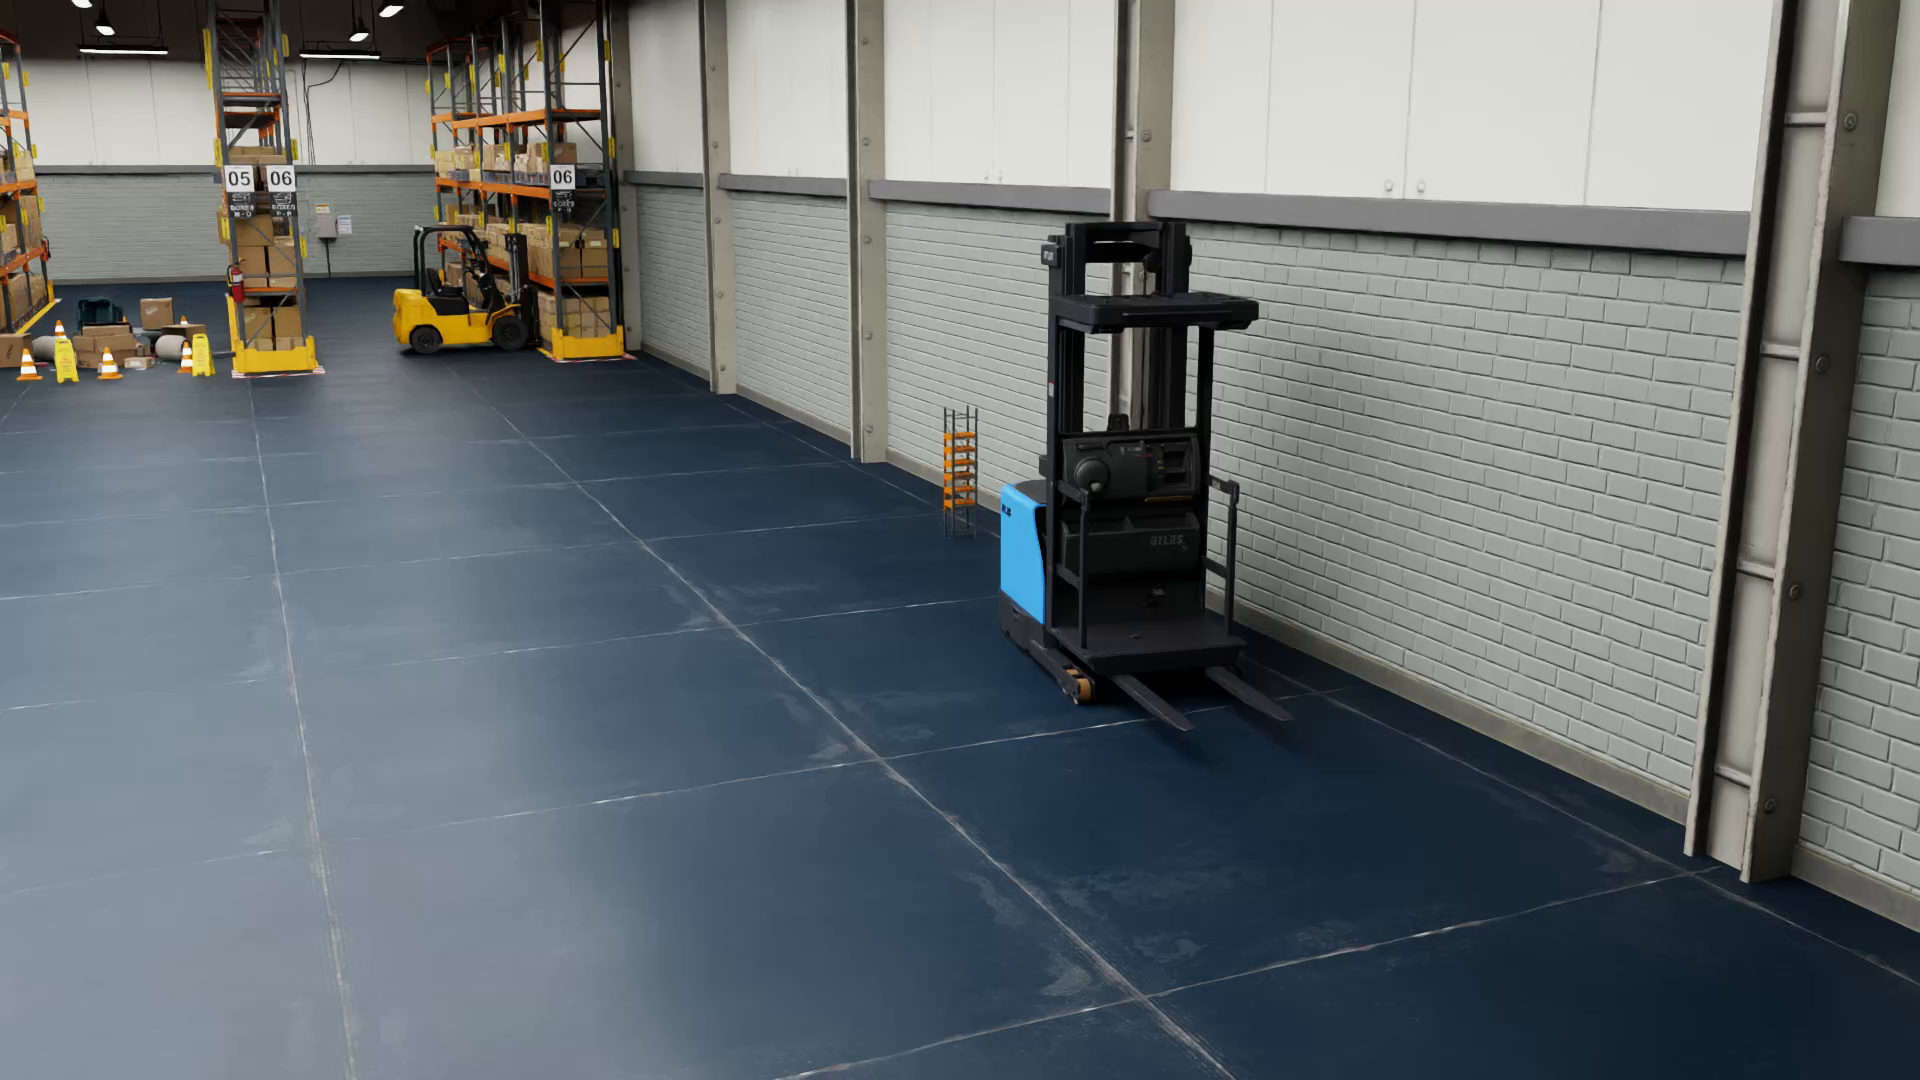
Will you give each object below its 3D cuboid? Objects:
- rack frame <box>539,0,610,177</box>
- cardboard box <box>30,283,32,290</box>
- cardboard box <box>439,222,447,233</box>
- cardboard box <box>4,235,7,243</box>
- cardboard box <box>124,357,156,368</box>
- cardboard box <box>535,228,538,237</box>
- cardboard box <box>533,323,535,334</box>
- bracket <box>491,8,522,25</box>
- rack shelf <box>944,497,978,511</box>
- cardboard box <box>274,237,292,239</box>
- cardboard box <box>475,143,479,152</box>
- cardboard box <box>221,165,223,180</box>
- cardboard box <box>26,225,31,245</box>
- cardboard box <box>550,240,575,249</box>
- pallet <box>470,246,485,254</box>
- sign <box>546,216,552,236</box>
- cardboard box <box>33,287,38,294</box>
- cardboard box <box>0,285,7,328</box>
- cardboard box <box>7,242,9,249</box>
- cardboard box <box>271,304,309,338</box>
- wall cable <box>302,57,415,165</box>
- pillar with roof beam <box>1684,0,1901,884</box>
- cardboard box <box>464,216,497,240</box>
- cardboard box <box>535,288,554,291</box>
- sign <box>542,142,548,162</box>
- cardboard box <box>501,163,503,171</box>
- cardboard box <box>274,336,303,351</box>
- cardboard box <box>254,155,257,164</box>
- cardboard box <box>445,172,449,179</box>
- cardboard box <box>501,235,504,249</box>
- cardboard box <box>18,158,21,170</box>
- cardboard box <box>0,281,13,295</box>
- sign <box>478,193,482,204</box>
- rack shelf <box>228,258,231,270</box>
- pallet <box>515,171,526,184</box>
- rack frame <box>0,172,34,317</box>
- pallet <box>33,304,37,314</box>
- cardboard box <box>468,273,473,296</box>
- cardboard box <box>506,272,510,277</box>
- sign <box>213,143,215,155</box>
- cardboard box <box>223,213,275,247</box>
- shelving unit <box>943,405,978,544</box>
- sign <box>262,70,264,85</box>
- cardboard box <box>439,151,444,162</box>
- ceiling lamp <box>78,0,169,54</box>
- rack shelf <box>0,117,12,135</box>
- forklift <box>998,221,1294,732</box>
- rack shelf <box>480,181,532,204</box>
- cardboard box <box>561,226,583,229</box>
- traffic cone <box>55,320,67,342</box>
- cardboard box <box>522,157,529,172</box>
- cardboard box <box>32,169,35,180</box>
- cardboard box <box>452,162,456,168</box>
[{"bbox_3d":[-6.374,-7.548,27.526,1.000,3.000,0.127,-6,14,-23],"label":"rack frame"},{"bbox_3d":[-20.227,-5.445,35.817,0.380,0.149,0.250,-5,14,-20],"label":"cardboard box"},{"bbox_3d":[-12.848,-7.885,41.959,0.500,0.250,0.500,-6,14,-23],"label":"cardboard box"},{"bbox_3d":[-19.147,-5.972,32.988,0.380,0.149,0.250,-6,14,-23],"label":"cardboard box"},{"bbox_3d":[-13.296,-2.876,26.965,0.380,0.149,0.250,1,13,6],"label":"cardboard box"},{"bbox_3d":[-7.314,-5.445,29.423,0.380,0.149,0.250,-5,14,-22],"label":"cardboard box"},{"bbox_3d":[-7.463,-3.872,30.114,0.500,0.250,0.500,-5,14,-21],"label":"cardboard box"},{"bbox_3d":[-9.754,-11.353,35.982,0.076,0.066,4.783,-6,14,-23],"label":"bracket"},{"bbox_3d":[0.006,-0.304,14.786,0.258,0.103,0.180,-6,14,-23],"label":"rack shelf"},{"bbox_3d":[-11.905,-5.021,29.032,0.500,0.500,0.500,-5,14,-21],"label":"cardboard box"},{"bbox_3d":[-10.859,-8.935,37.997,0.396,0.266,0.258,-6,14,-23],"label":"cardboard box"},{"bbox_3d":[-11.785,-6.002,27.170,0.500,0.250,0.500,-5,14,-21],"label":"cardboard box"},{"bbox_3d":[-20.395,-6.608,35.887,0.500,0.500,0.500,-6,14,-23],"label":"cardboard box"},{"bbox_3d":[-6.770,-5.037,28.319,0.380,0.149,0.250,-5,14,-22],"label":"cardboard box"},{"bbox_3d":[-9.915,-6.319,35.944,1.213,0.211,1.003,-6,14,-23],"label":"pallet"},{"bbox_3d":[-6.877,-5.259,27.846,0.100,0.325,0.005,-6,14,-23],"label":"sign"},{"bbox_3d":[-20.626,-5.516,36.783,0.380,0.149,0.250,-6,14,-23],"label":"cardboard box"},{"bbox_3d":[-18.459,-4.336,31.009,1.050,0.750,0.750,-6,14,-24],"label":"cardboard box"},{"bbox_3d":[-19.251,-5.882,33.257,0.380,0.149,0.250,-6,14,-25],"label":"cardboard box"},{"bbox_3d":[-11.000,-3.603,27.290,0.500,0.500,0.500,-6,14,-25],"label":"cardboard box"},{"bbox_3d":[-16.609,-11.884,46.177,2.988,3.039,0.133,-6,14,-23],"label":"wall cable"},{"bbox_3d":[-0.158,-2.426,5.396,9.100,9.000,0.400,-6,14,-23],"label":"pillar with roof beam"},{"bbox_3d":[-10.670,-6.969,37.174,0.700,0.500,0.500,-6,14,-23],"label":"cardboard box"},{"bbox_3d":[-7.665,-4.467,30.469,0.500,0.250,0.500,-5,14,-21],"label":"cardboard box"},{"bbox_3d":[-6.877,-6.434,27.574,0.100,0.325,0.005,-6,14,-23],"label":"sign"},{"bbox_3d":[-8.695,-7.244,32.268,0.380,0.149,0.250,-6,14,-23],"label":"cardboard box"},{"bbox_3d":[-10.990,-3.233,27.353,0.500,0.250,0.500,-6,14,-23],"label":"cardboard box"},{"bbox_3d":[-11.999,-6.576,28.766,0.380,0.149,0.250,-5,14,-22],"label":"cardboard box"},{"bbox_3d":[-12.239,-8.807,40.174,0.380,0.149,0.250,-5,14,-22],"label":"cardboard box"},{"bbox_3d":[-8.820,-5.913,32.988,0.500,0.250,0.500,-5,14,-22],"label":"cardboard box"},{"bbox_3d":[-20.391,-8.044,35.545,0.500,0.250,0.500,-6,14,-23],"label":"cardboard box"},{"bbox_3d":[-18.675,-4.878,32.242,0.500,0.250,0.500,-6,14,-26],"label":"cardboard box"},{"bbox_3d":[-12.267,-8.695,42.518,0.100,0.325,0.005,-6,14,-23],"label":"sign"},{"bbox_3d":[-14.926,-5.892,35.270,1.077,0.370,4.000,-6,14,-23],"label":"rack shelf"},{"bbox_3d":[-7.611,-6.696,30.694,1.003,0.211,1.213,-6,14,-23],"label":"pallet"},{"bbox_3d":[-20.223,-6.188,34.952,1.000,3.000,0.127,-6,14,-23],"label":"rack frame"},{"bbox_3d":[-20.524,-4.965,35.853,1.003,0.211,1.213,-6,14,-23],"label":"pallet"},{"bbox_3d":[-10.971,-5.862,38.158,0.500,0.500,0.500,-6,14,-24],"label":"cardboard box"},{"bbox_3d":[-9.757,-5.818,36.531,0.380,0.149,0.250,-5,14,-22],"label":"cardboard box"},{"bbox_3d":[-17.841,-9.359,39.888,0.100,0.325,0.005,-6,14,-23],"label":"sign"},{"bbox_3d":[-11.325,-4.943,26.476,0.700,0.500,0.500,-6,14,-24],"label":"cardboard box"},{"bbox_3d":[0.006,-0.582,14.722,0.258,1.200,0.189,-6,14,-23],"label":"shelving unit"},{"bbox_3d":[-15.235,-10.123,36.406,0.100,0.325,0.005,-6,14,-23],"label":"sign"},{"bbox_3d":[-12.435,-9.384,40.676,0.500,0.250,0.500,-6,14,-24],"label":"cardboard box"},{"bbox_3d":[-20.627,-13.584,40.660,2.000,3.185,0.800,-6,14,-23],"label":"ceiling lamp"},{"bbox_3d":[-19.421,-8.152,32.617,1.077,0.370,4.000,-6,14,-23],"label":"rack shelf"},{"bbox_3d":[1.166,-0.495,10.507,1.130,2.935,3.031,-4,14,-15],"label":"forklift"},{"bbox_3d":[-8.778,-6.976,33.302,1.077,0.370,4.000,-6,14,-23],"label":"rack shelf"},{"bbox_3d":[-7.015,-5.600,30.095,0.380,0.149,0.250,-5,14,-21],"label":"cardboard box"},{"bbox_3d":[-16.172,-3.712,29.884,0.336,0.463,0.334,-6,14,-23],"label":"traffic cone"},{"bbox_3d":[-7.660,-6.767,29.948,0.396,0.266,0.258,-6,14,-24],"label":"cardboard box"},{"bbox_3d":[-21.400,-8.332,37.899,0.500,0.250,0.500,-6,14,-24],"label":"cardboard box"},{"bbox_3d":[-11.354,-8.543,37.880,0.380,0.149,0.250,-5,14,-22],"label":"cardboard box"}]
